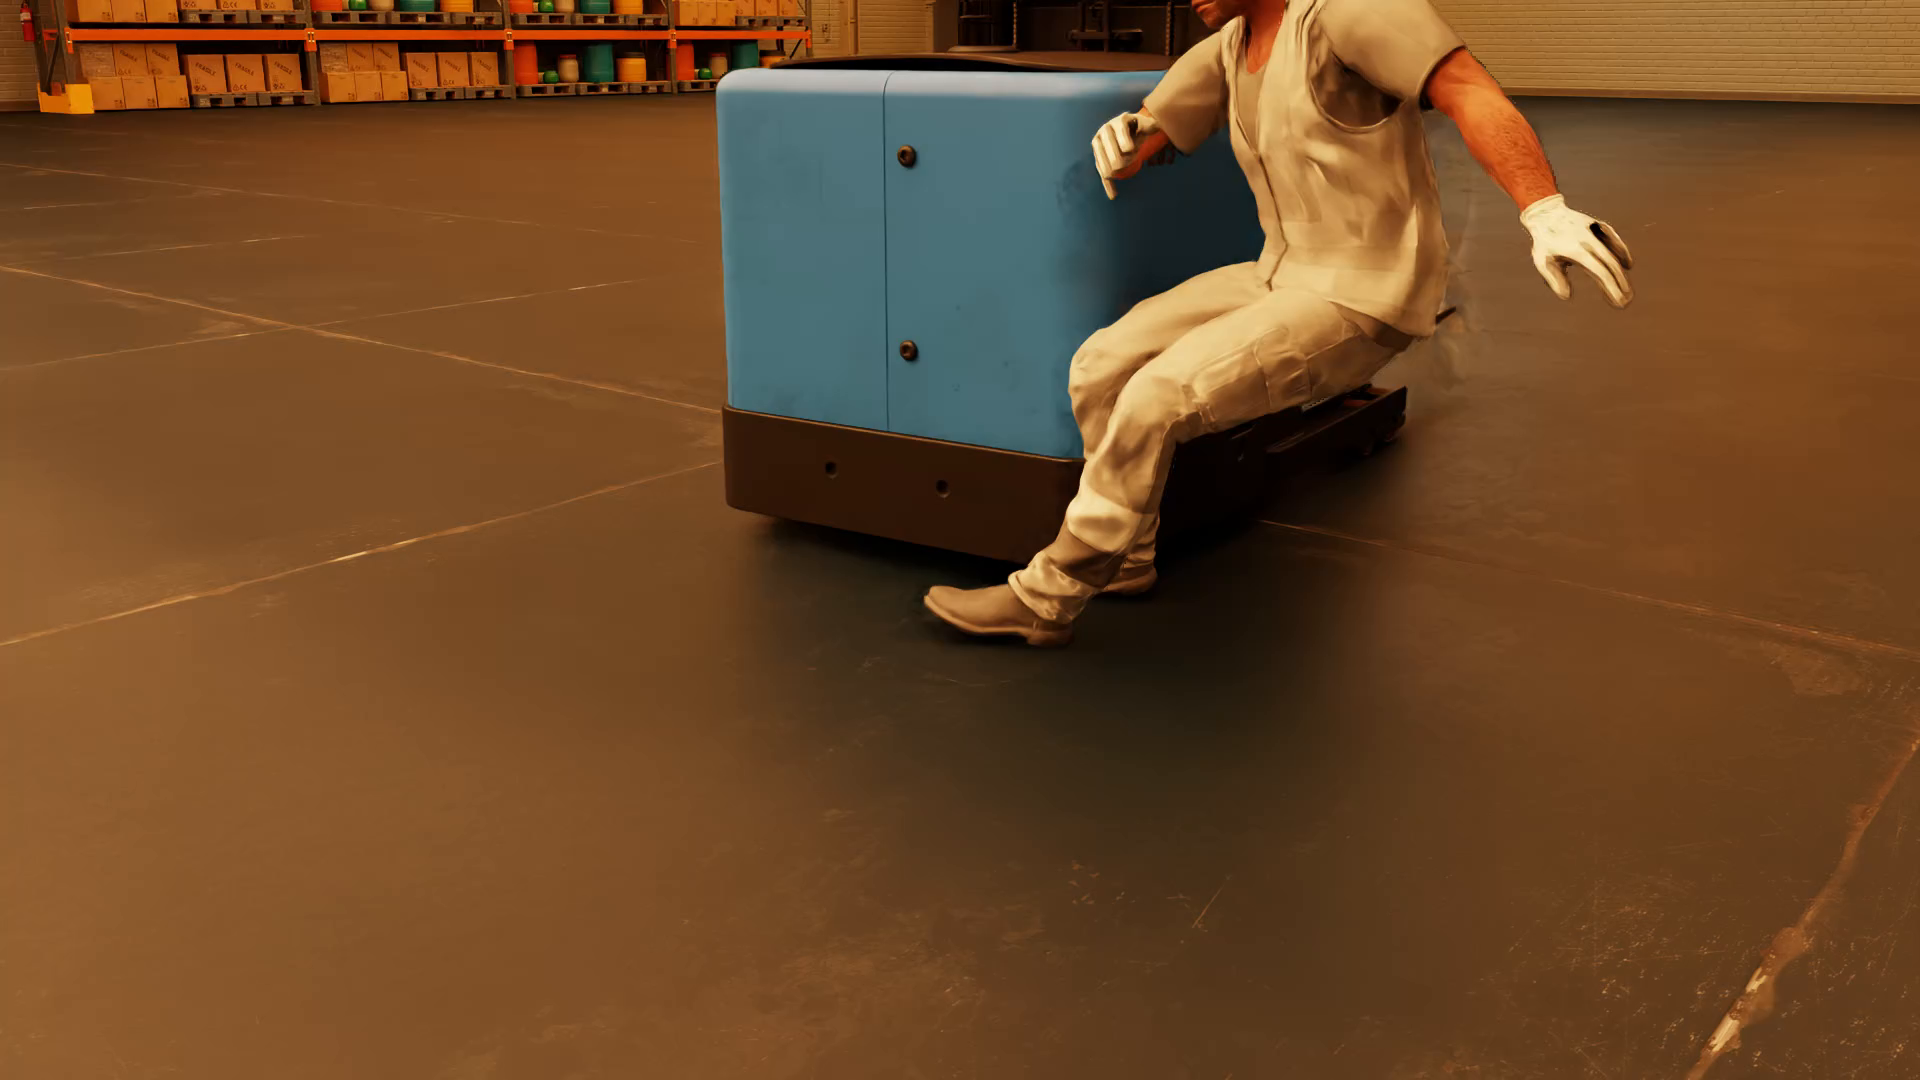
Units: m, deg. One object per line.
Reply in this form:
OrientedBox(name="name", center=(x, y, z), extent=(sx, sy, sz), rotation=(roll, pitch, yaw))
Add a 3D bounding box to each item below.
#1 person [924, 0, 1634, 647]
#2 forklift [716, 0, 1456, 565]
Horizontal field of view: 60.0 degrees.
OrientedBox(name="person", center=(0.467, -0.443, 2.979), extent=(0.964, 1.497, 1.084), rotation=(-5, 17, -15))
OrientedBox(name="forklift", center=(0.659, -1.706, 4.516), extent=(1.130, 2.935, 3.031), rotation=(11, 20, 31))
